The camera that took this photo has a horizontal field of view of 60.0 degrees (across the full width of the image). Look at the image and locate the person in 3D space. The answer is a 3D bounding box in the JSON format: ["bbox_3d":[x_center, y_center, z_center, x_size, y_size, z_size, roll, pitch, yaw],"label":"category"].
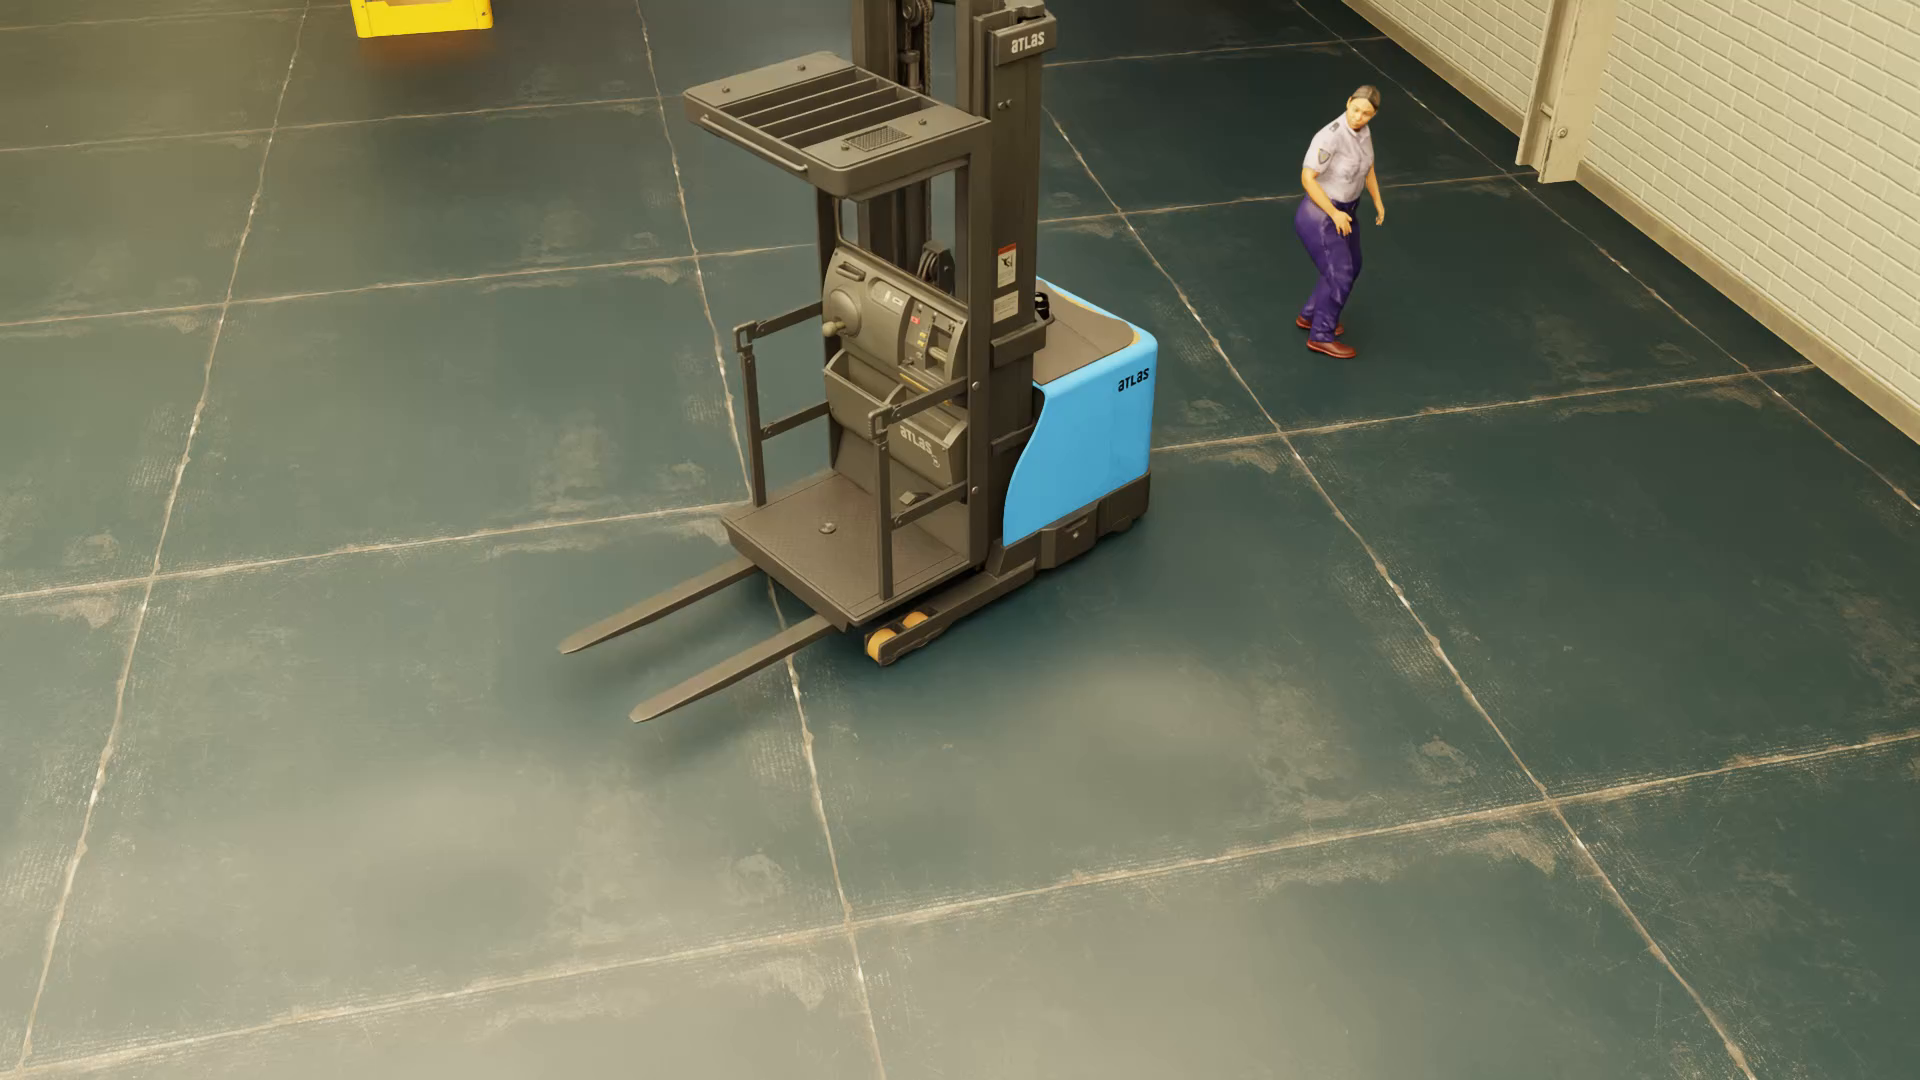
[{"bbox_3d":[2.274,-1.900,9.844,0.492,1.603,0.685,21,41,27],"label":"person"}]

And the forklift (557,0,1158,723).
[{"bbox_3d":[-0.461,-0.956,7.379,3.031,2.935,1.130,-27,44,-32],"label":"forklift"}]
